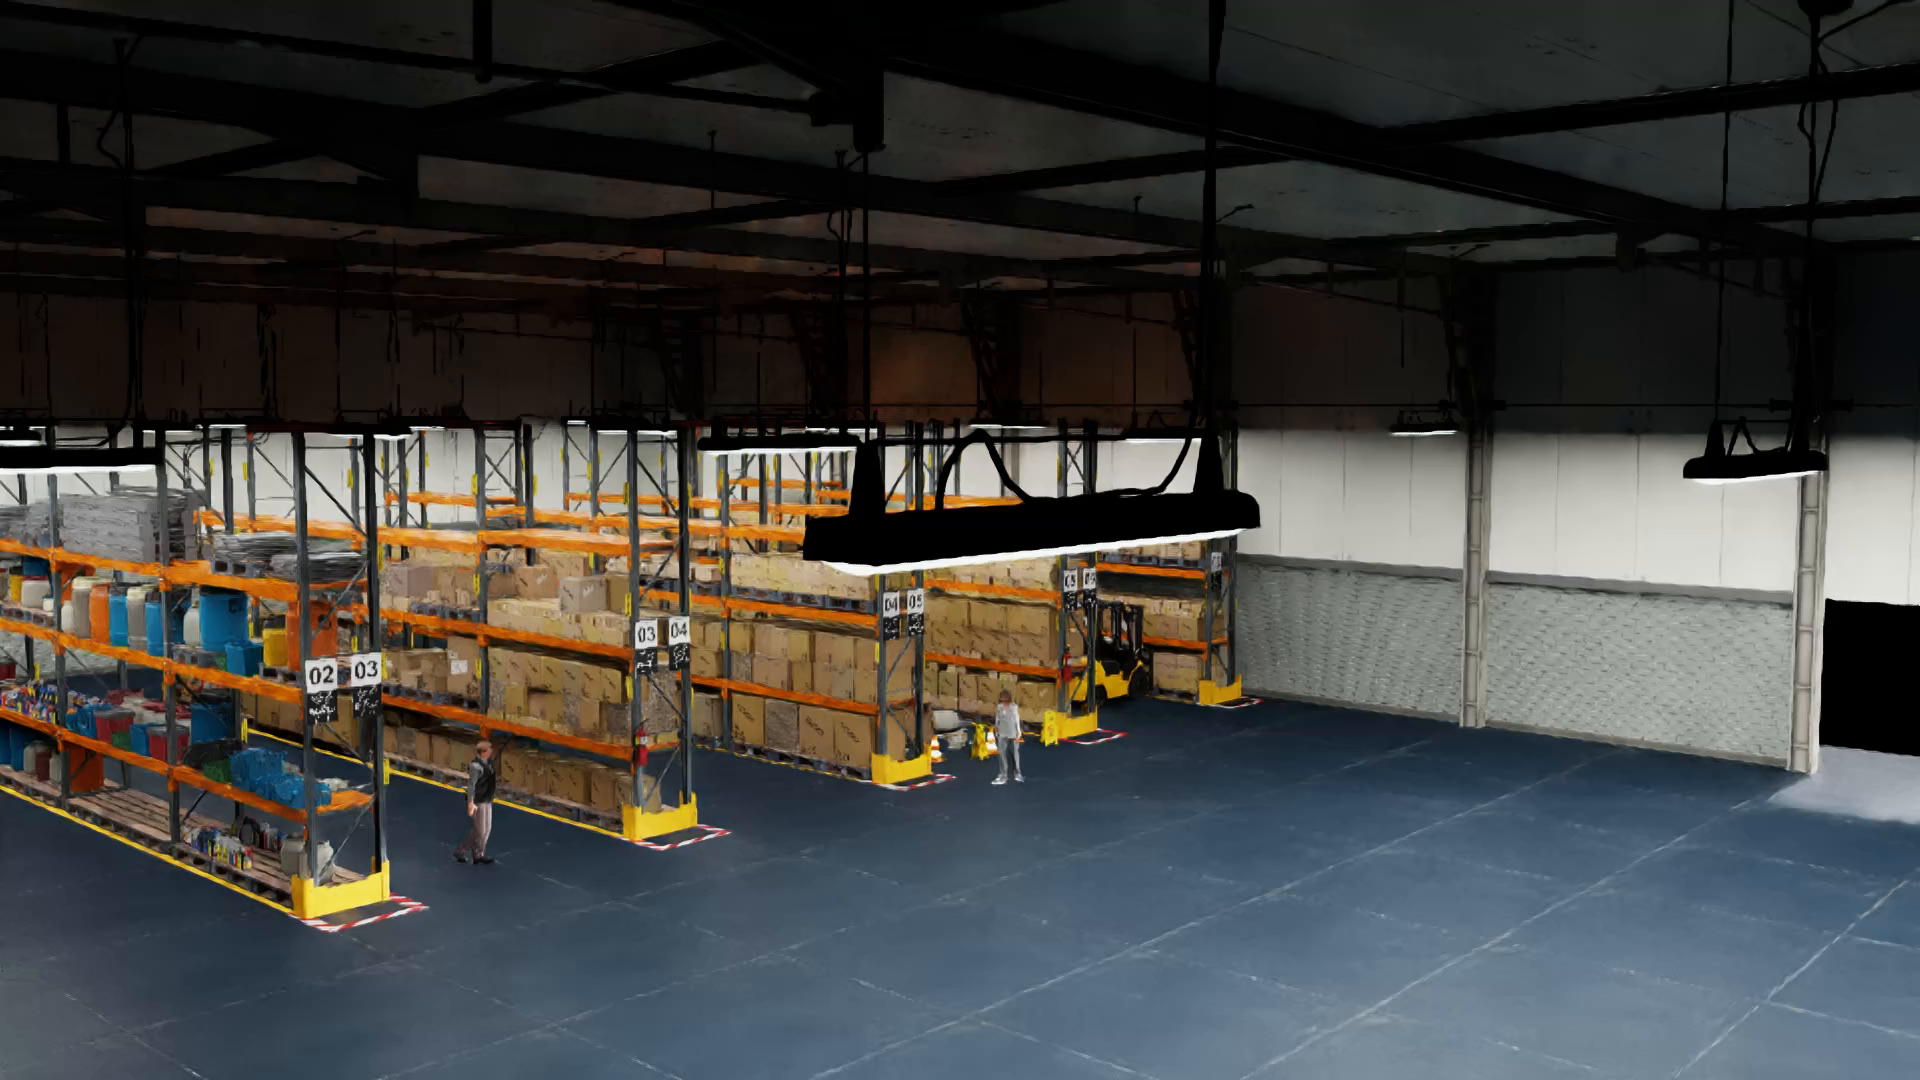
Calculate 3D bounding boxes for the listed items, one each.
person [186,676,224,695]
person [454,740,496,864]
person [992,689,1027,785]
[{"bbox_3d":[-14.014,2.942,30.945,0.552,1.742,0.677,4,6,40],"label":"person"},{"bbox_3d":[-6.678,3.608,22.890,0.533,1.713,0.583,0,5,6],"label":"person"},{"bbox_3d":[0.822,3.273,27.767,0.537,1.595,0.507,2,5,24],"label":"person"}]
